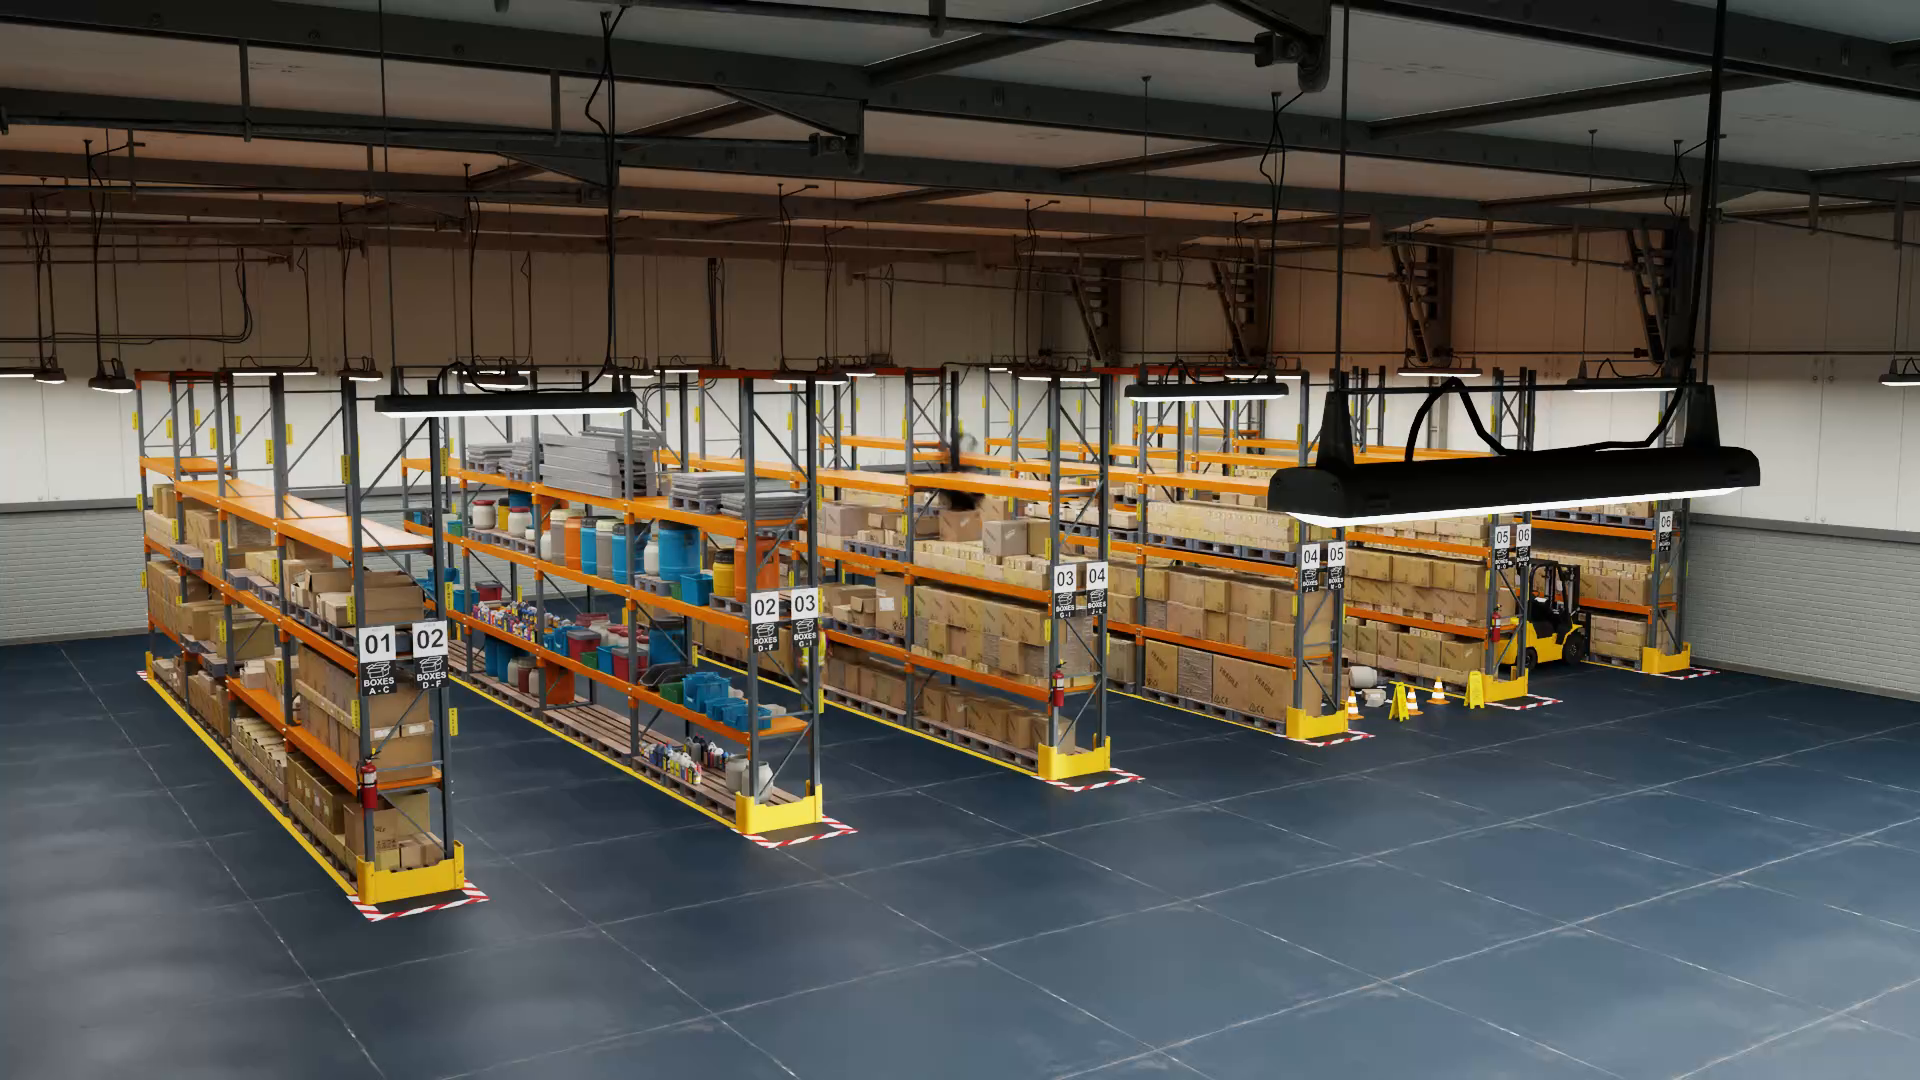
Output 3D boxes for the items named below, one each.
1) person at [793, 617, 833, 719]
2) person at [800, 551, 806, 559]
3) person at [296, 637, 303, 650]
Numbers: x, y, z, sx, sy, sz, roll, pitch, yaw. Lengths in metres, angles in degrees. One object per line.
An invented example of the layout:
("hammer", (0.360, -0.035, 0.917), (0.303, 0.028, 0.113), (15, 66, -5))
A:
("person", (-2.539, 2.207, 28.958), (0.606, 1.801, 0.839), (-6, 9, -43))
("person", (-3.775, 1.094, 38.865), (0.735, 1.716, 0.560), (-3, 7, -25))
("person", (-12.617, 1.899, 32.088), (0.645, 1.659, 0.503), (-5, 8, -36))
